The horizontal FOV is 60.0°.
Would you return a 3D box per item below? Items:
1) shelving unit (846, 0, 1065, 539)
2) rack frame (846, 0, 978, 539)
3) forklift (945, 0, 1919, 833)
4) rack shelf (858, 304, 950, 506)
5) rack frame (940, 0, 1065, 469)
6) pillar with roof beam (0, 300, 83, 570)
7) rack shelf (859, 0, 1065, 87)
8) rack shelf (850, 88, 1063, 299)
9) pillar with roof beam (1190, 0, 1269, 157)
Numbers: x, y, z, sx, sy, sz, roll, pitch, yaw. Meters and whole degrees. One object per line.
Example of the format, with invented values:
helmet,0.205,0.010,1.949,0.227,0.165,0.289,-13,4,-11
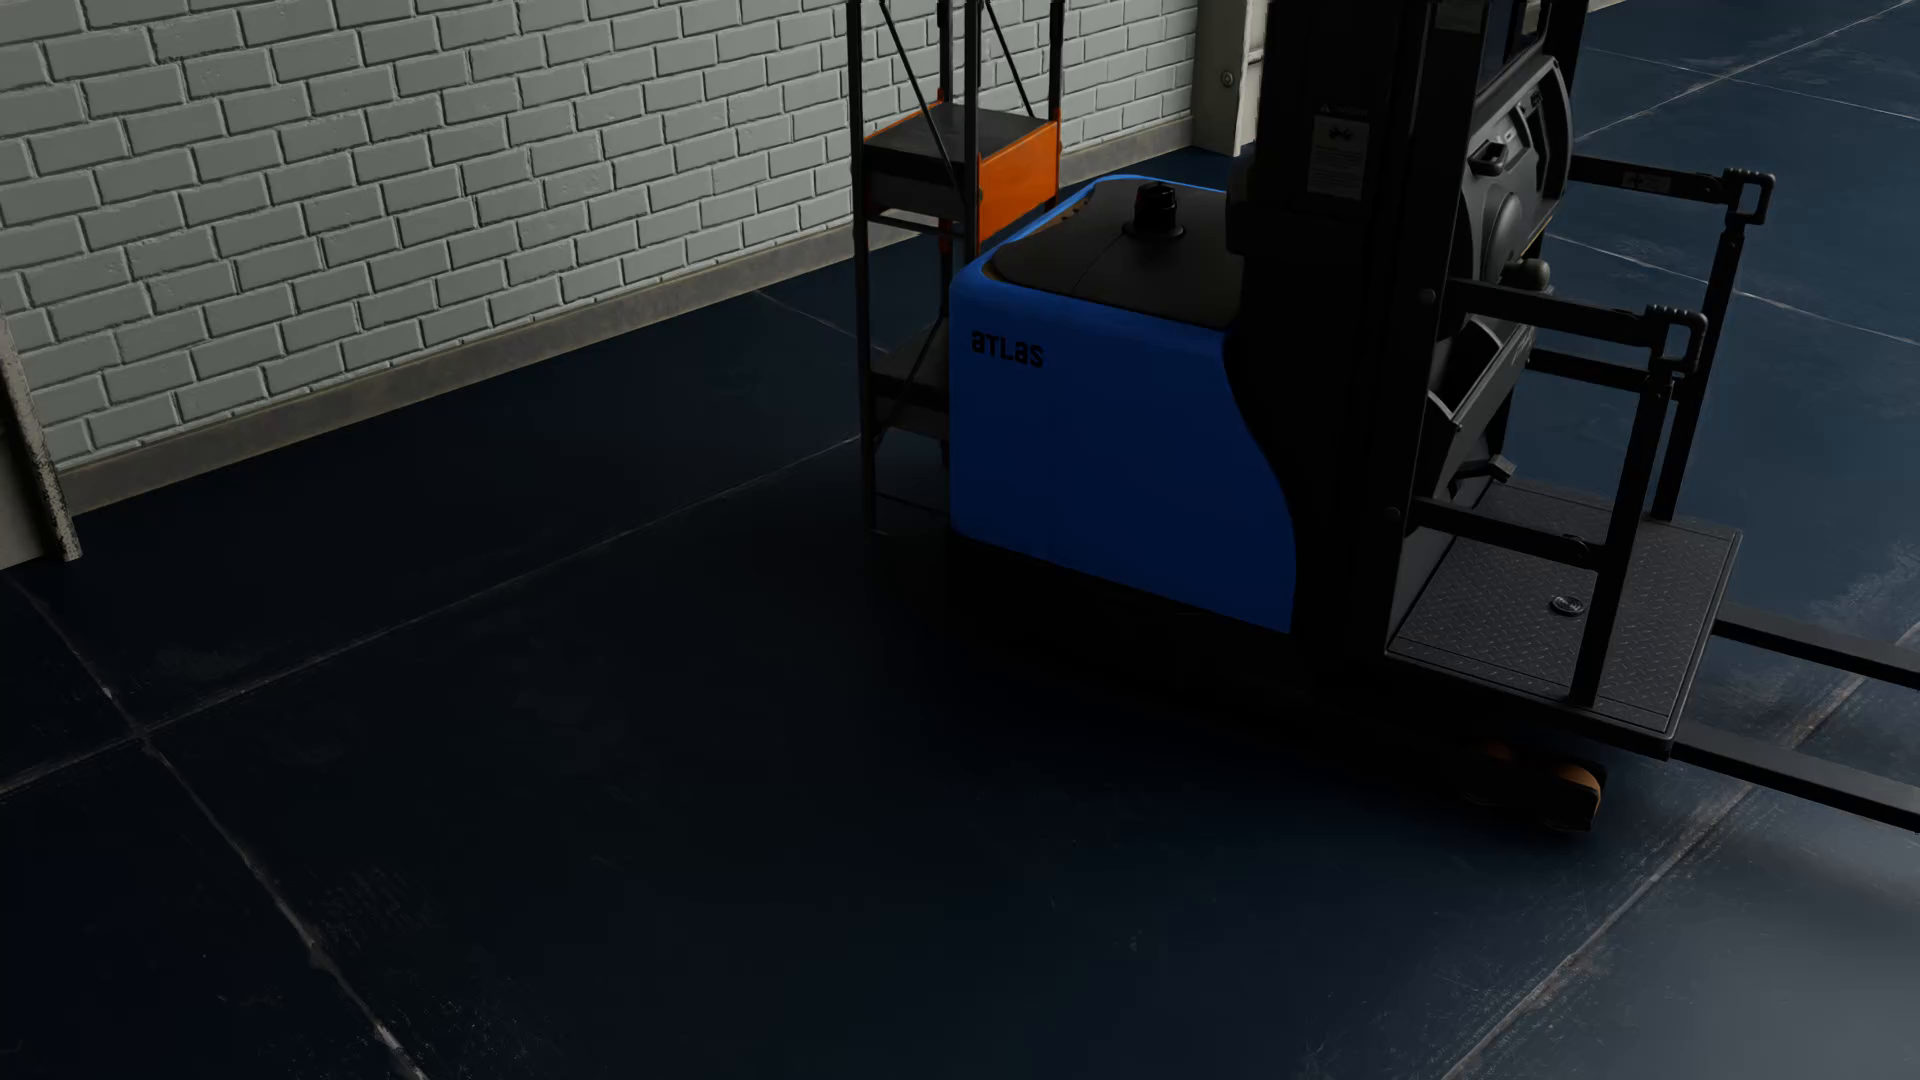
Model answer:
shelving unit,-0.006,-0.984,4.846,0.431,2.100,0.503,17,35,25
rack frame,-0.128,-0.874,4.666,0.400,2.100,0.015,17,35,25
forklift,1.490,-0.853,3.836,3.031,2.935,1.130,17,35,25
rack shelf,-0.006,-0.375,5.219,0.431,0.518,0.480,17,35,25
rack frame,0.117,-1.094,5.027,0.400,2.100,0.015,17,35,25
pillar with roof beam,-0.048,-2.132,0.110,0.400,9.000,9.100,-26,40,-35
rack shelf,-0.006,-1.570,4.488,0.431,0.518,0.480,17,35,25
rack shelf,-0.006,-0.972,4.854,0.431,0.518,0.480,17,35,25
pillar with roof beam,4.352,-4.260,3.591,0.400,9.000,9.100,-26,40,-35
